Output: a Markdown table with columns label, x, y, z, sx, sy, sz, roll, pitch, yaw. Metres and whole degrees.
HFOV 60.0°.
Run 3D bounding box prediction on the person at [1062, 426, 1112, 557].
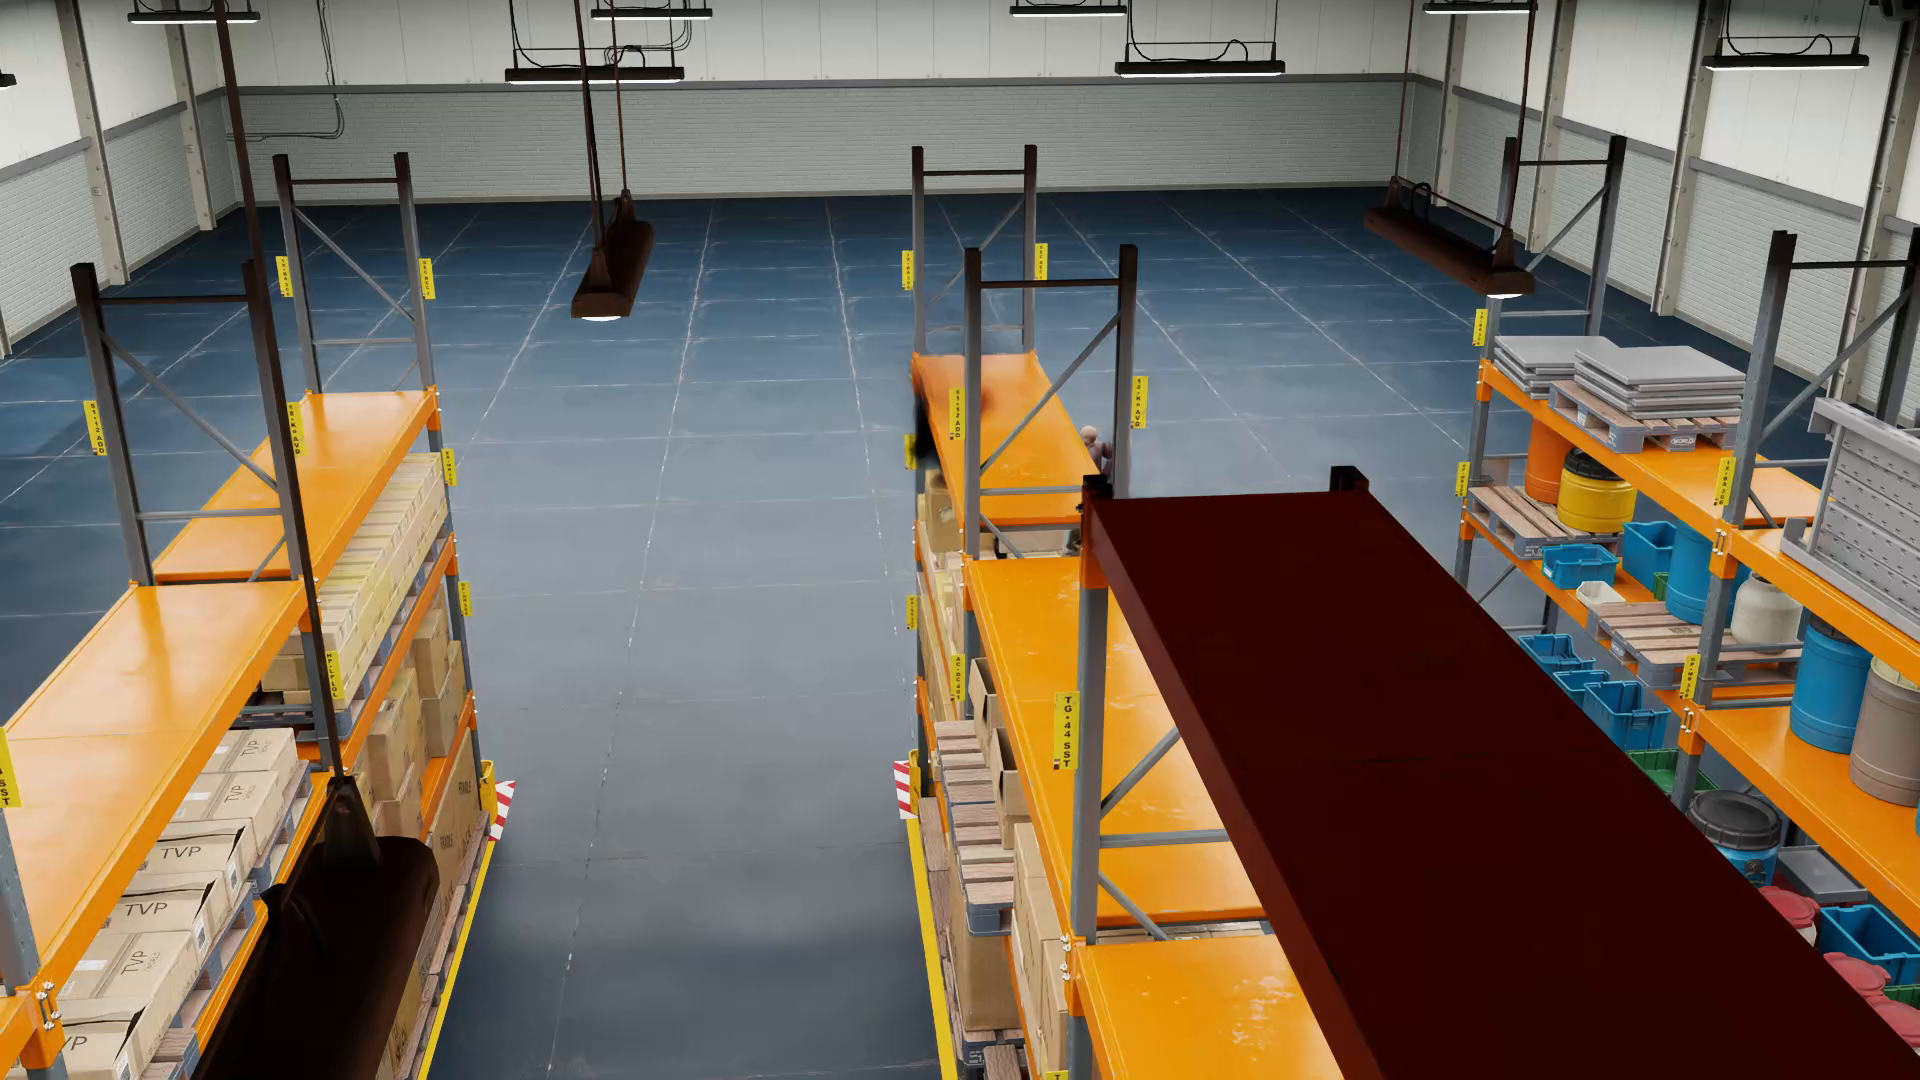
| label | x | y | z | sx | sy | sz | roll | pitch | yaw |
| --- | --- | --- | --- | --- | --- | --- | --- | --- | --- |
| person | 1.684 | -0.539 | 20.596 | 1.026 | 1.804 | 0.649 | 4 | 22 | 11 |
